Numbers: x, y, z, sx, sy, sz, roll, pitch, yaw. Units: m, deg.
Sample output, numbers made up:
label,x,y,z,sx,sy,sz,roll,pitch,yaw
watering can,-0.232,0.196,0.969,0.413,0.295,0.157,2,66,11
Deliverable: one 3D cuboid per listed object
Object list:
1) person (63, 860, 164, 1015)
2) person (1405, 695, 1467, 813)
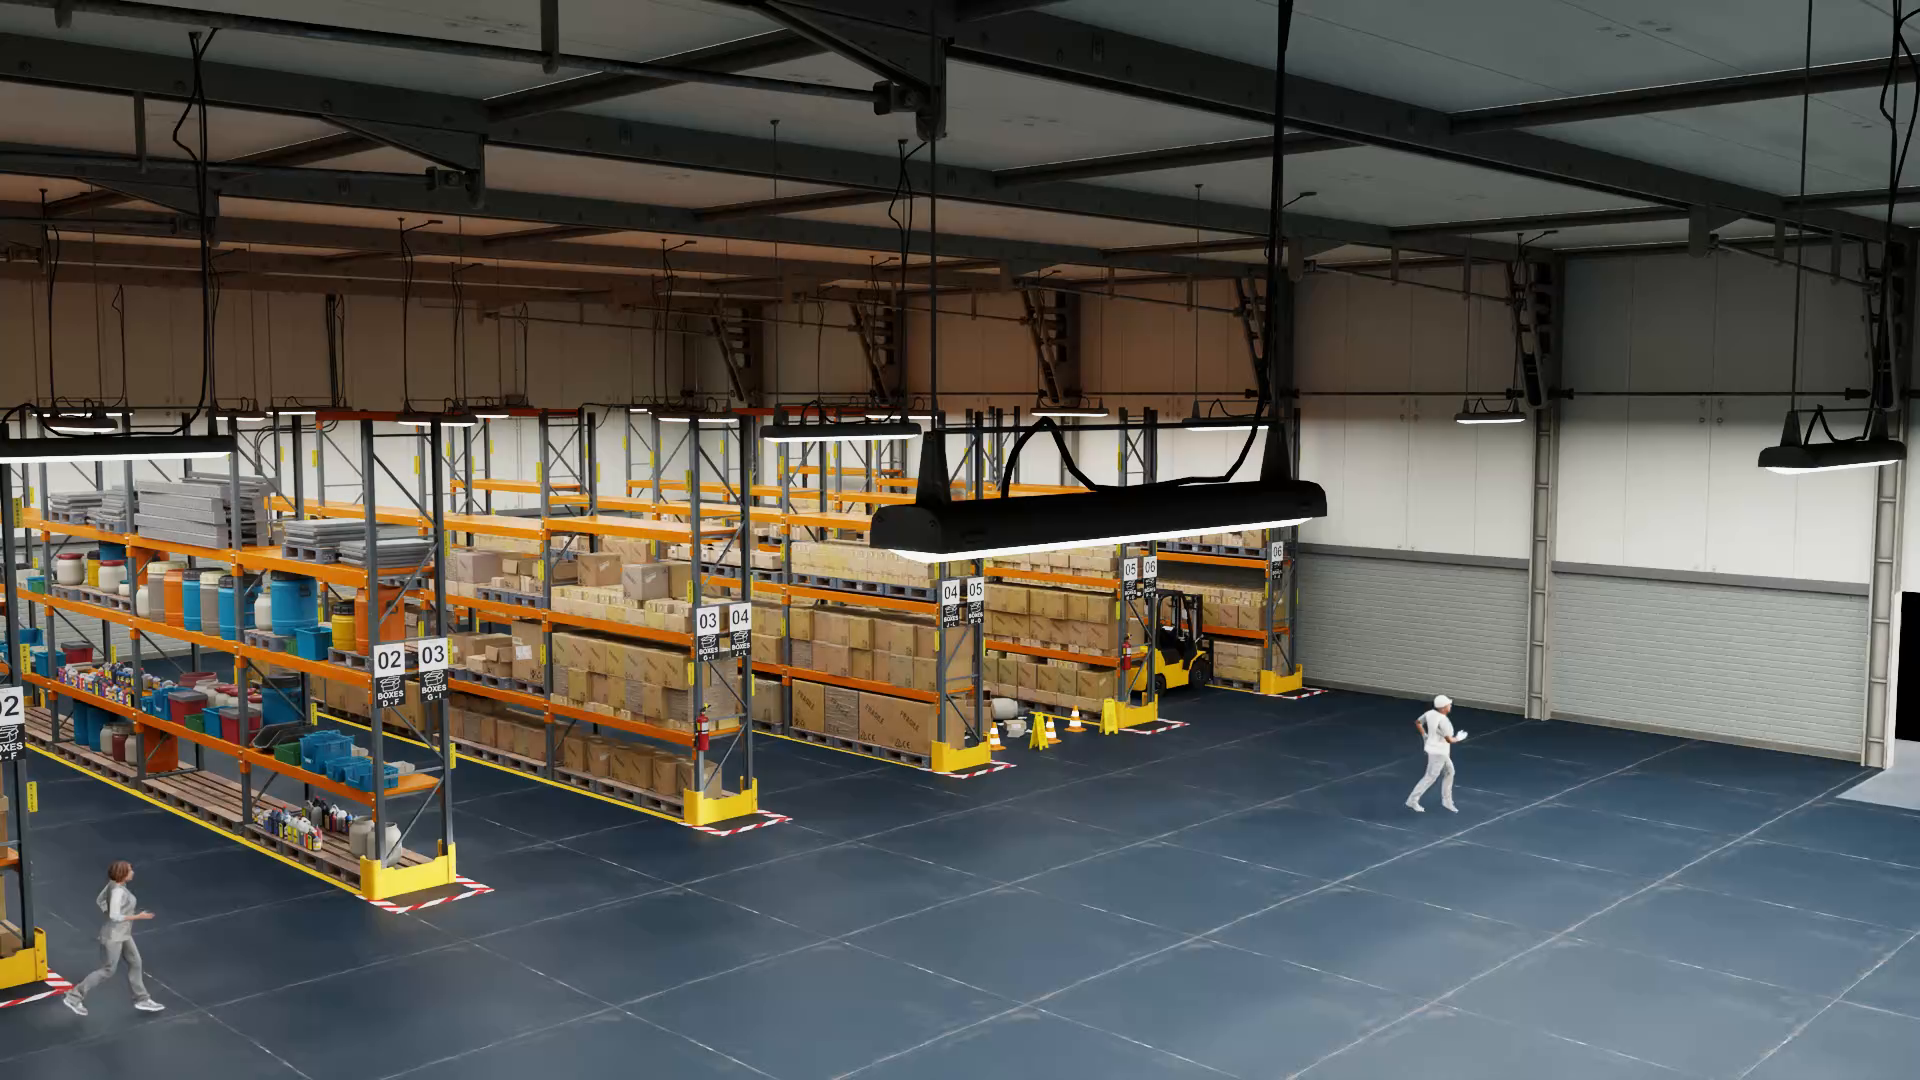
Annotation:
label,x,y,z,sx,sy,sz,roll,pitch,yaw
person,-8.584,4.037,16.826,0.896,1.595,0.517,-2,5,-19
person,7.124,3.232,24.969,0.926,1.830,0.695,0,5,-1
